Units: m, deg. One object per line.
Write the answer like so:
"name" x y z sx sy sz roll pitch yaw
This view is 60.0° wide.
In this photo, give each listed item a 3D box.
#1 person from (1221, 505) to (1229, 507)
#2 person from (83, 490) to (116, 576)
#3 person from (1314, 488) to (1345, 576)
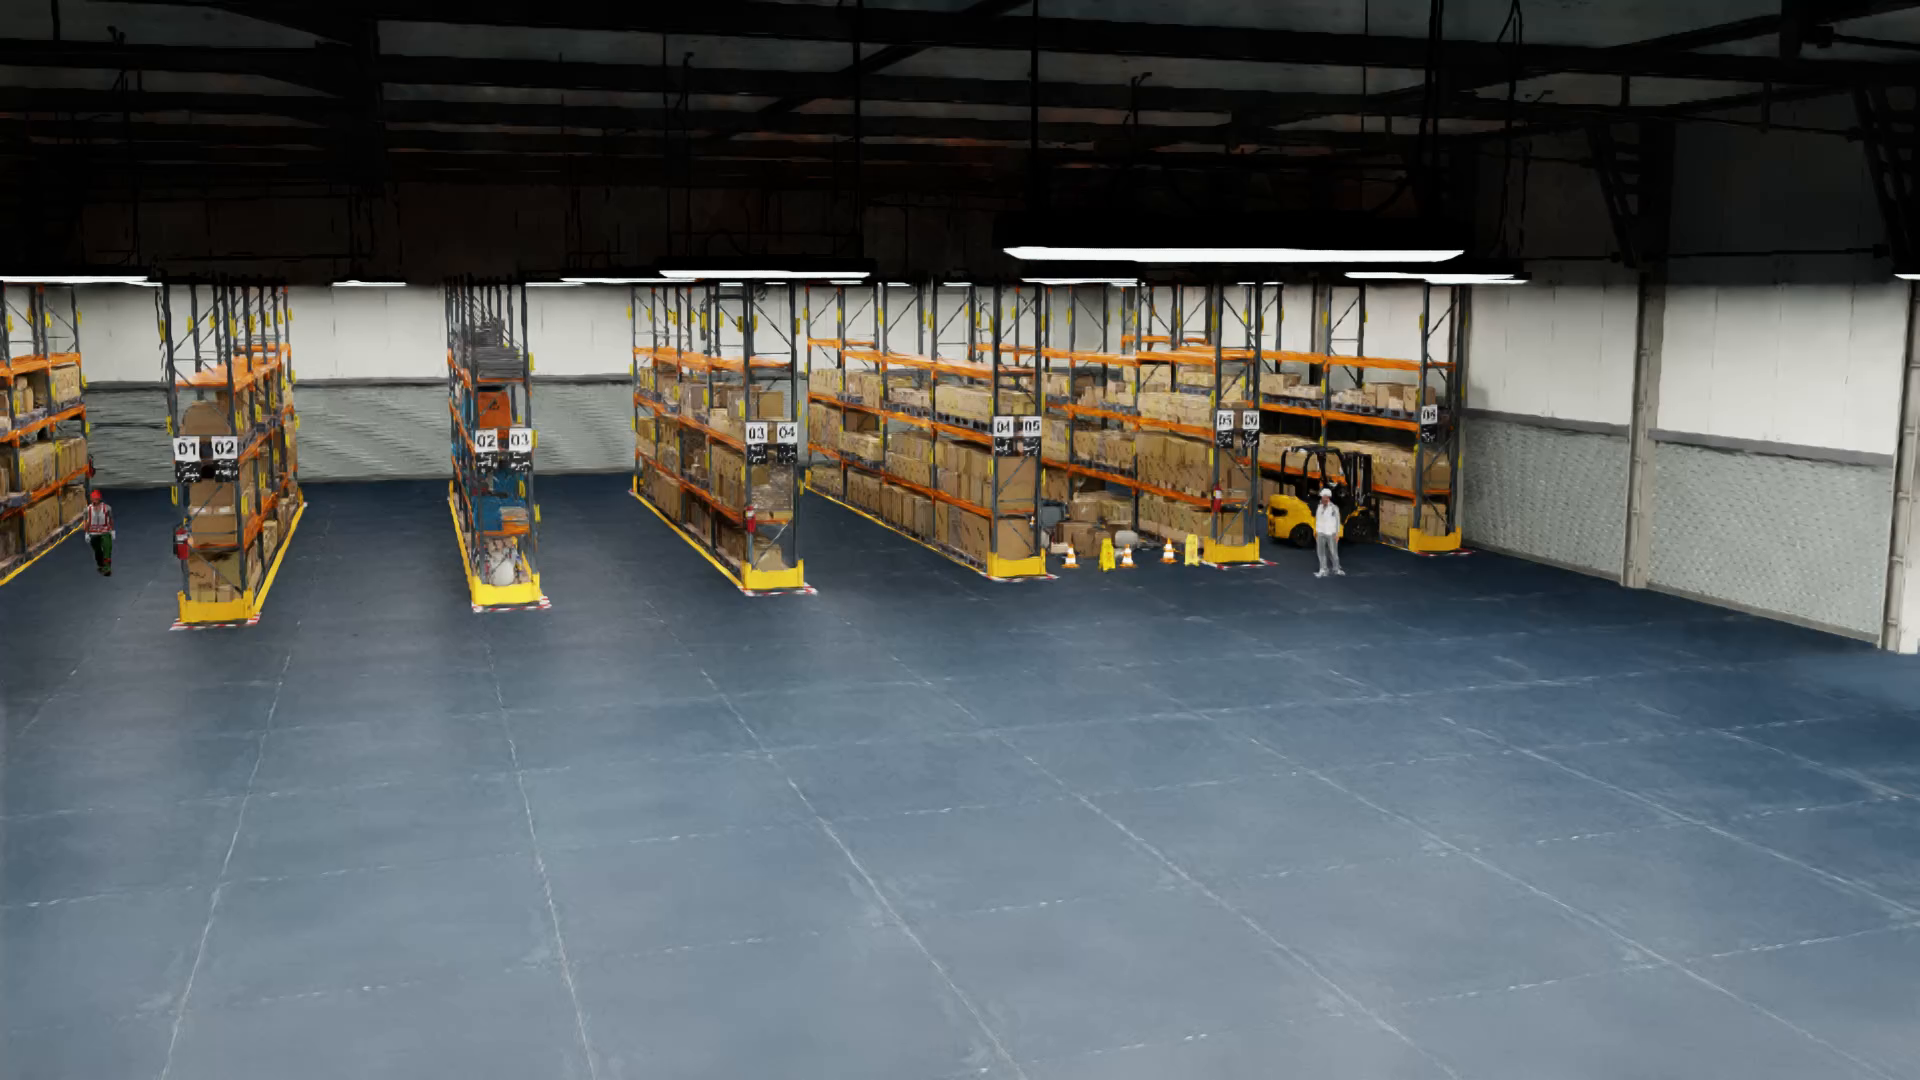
"person" 6.300 -1.187 39.974 0.503 1.764 0.624 2 9 11
"person" -17.283 -0.160 33.383 0.556 1.709 1.123 -3 9 -21
"person" 7.410 -0.164 33.378 0.630 1.767 0.538 8 12 44
